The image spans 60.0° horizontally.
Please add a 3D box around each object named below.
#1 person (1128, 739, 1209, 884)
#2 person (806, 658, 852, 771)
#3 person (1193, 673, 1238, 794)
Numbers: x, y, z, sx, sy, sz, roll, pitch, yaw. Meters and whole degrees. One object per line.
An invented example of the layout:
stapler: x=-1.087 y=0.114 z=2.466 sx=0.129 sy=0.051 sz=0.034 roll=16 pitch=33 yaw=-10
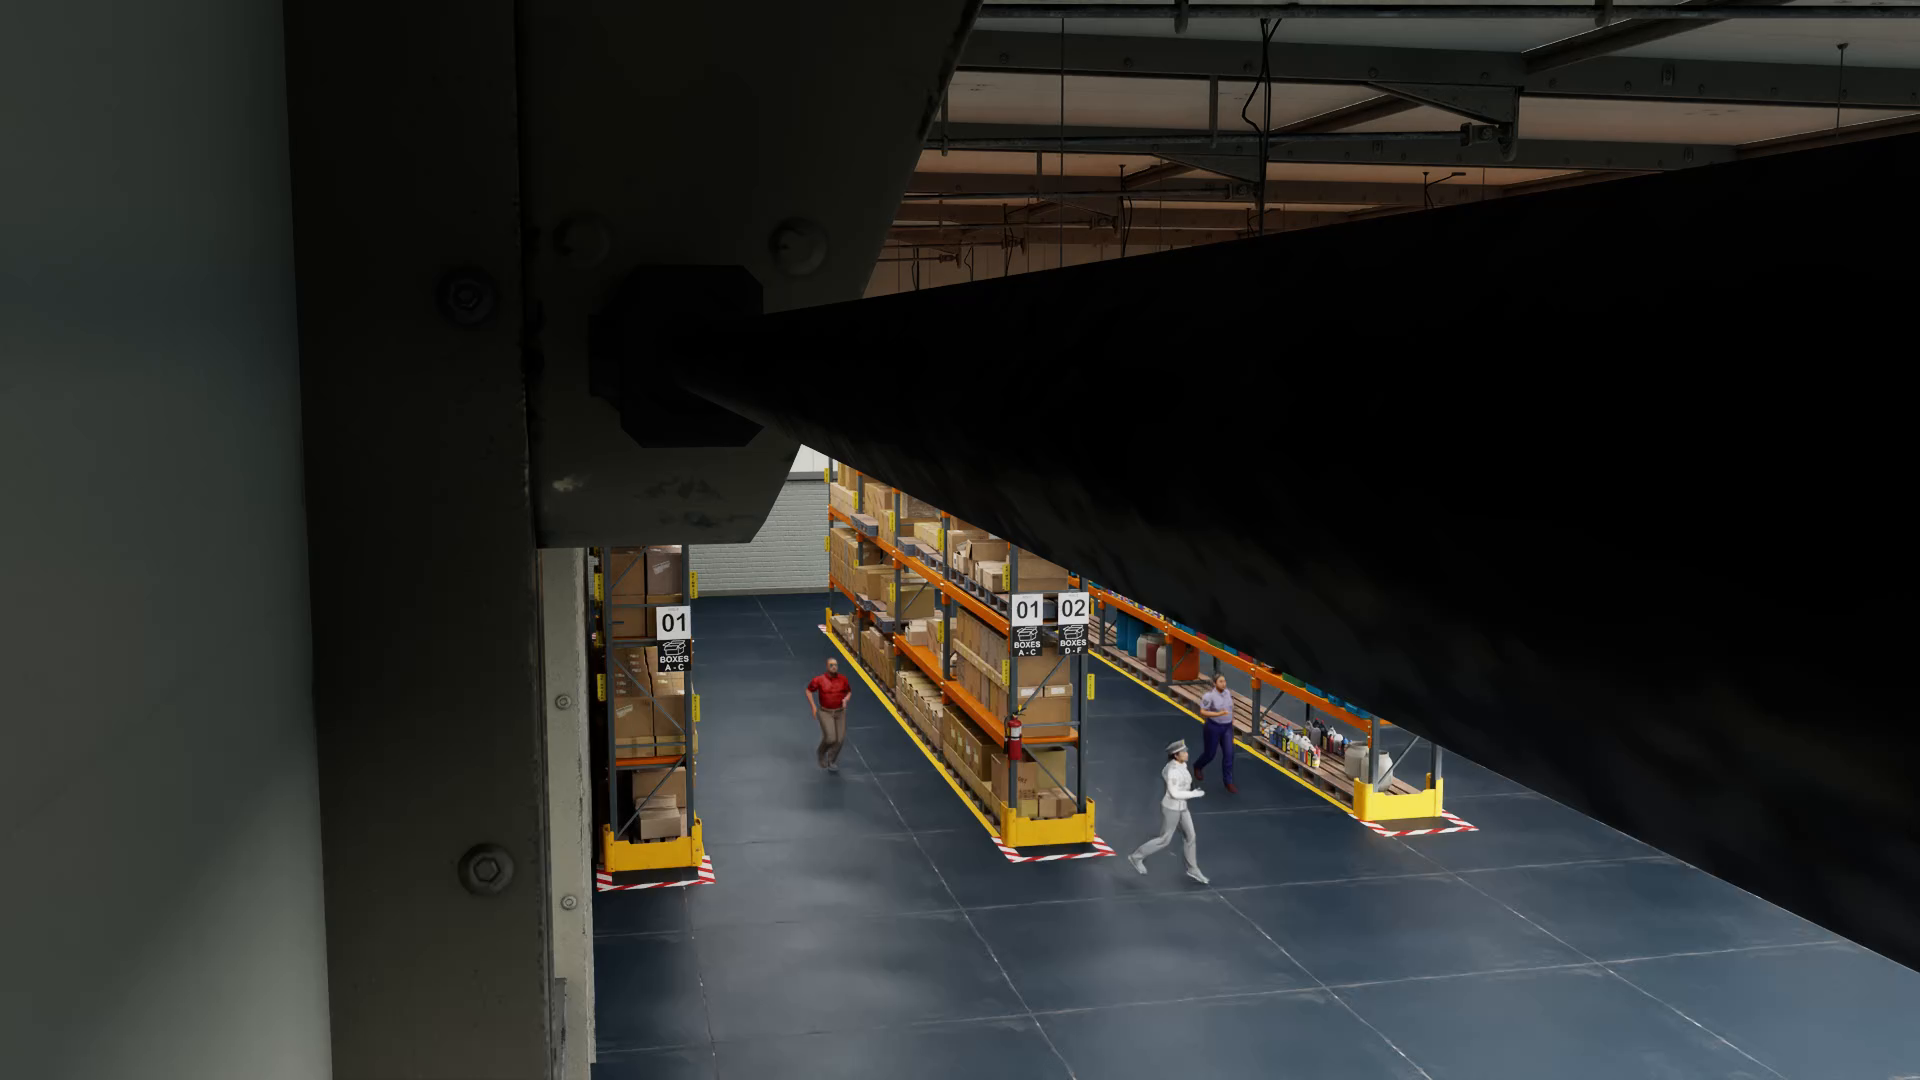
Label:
person: x=2.476 y=3.175 z=19.570 sx=0.936 sy=1.724 sz=0.621 roll=2 pitch=7 yaw=19
person: x=-1.864 y=2.577 z=24.399 sx=0.651 sy=1.684 sz=0.602 roll=-3 pitch=8 yaw=-26
person: x=3.634 y=2.691 z=23.511 sx=0.637 sy=1.638 sz=0.907 roll=-3 pitch=8 yaw=-26
